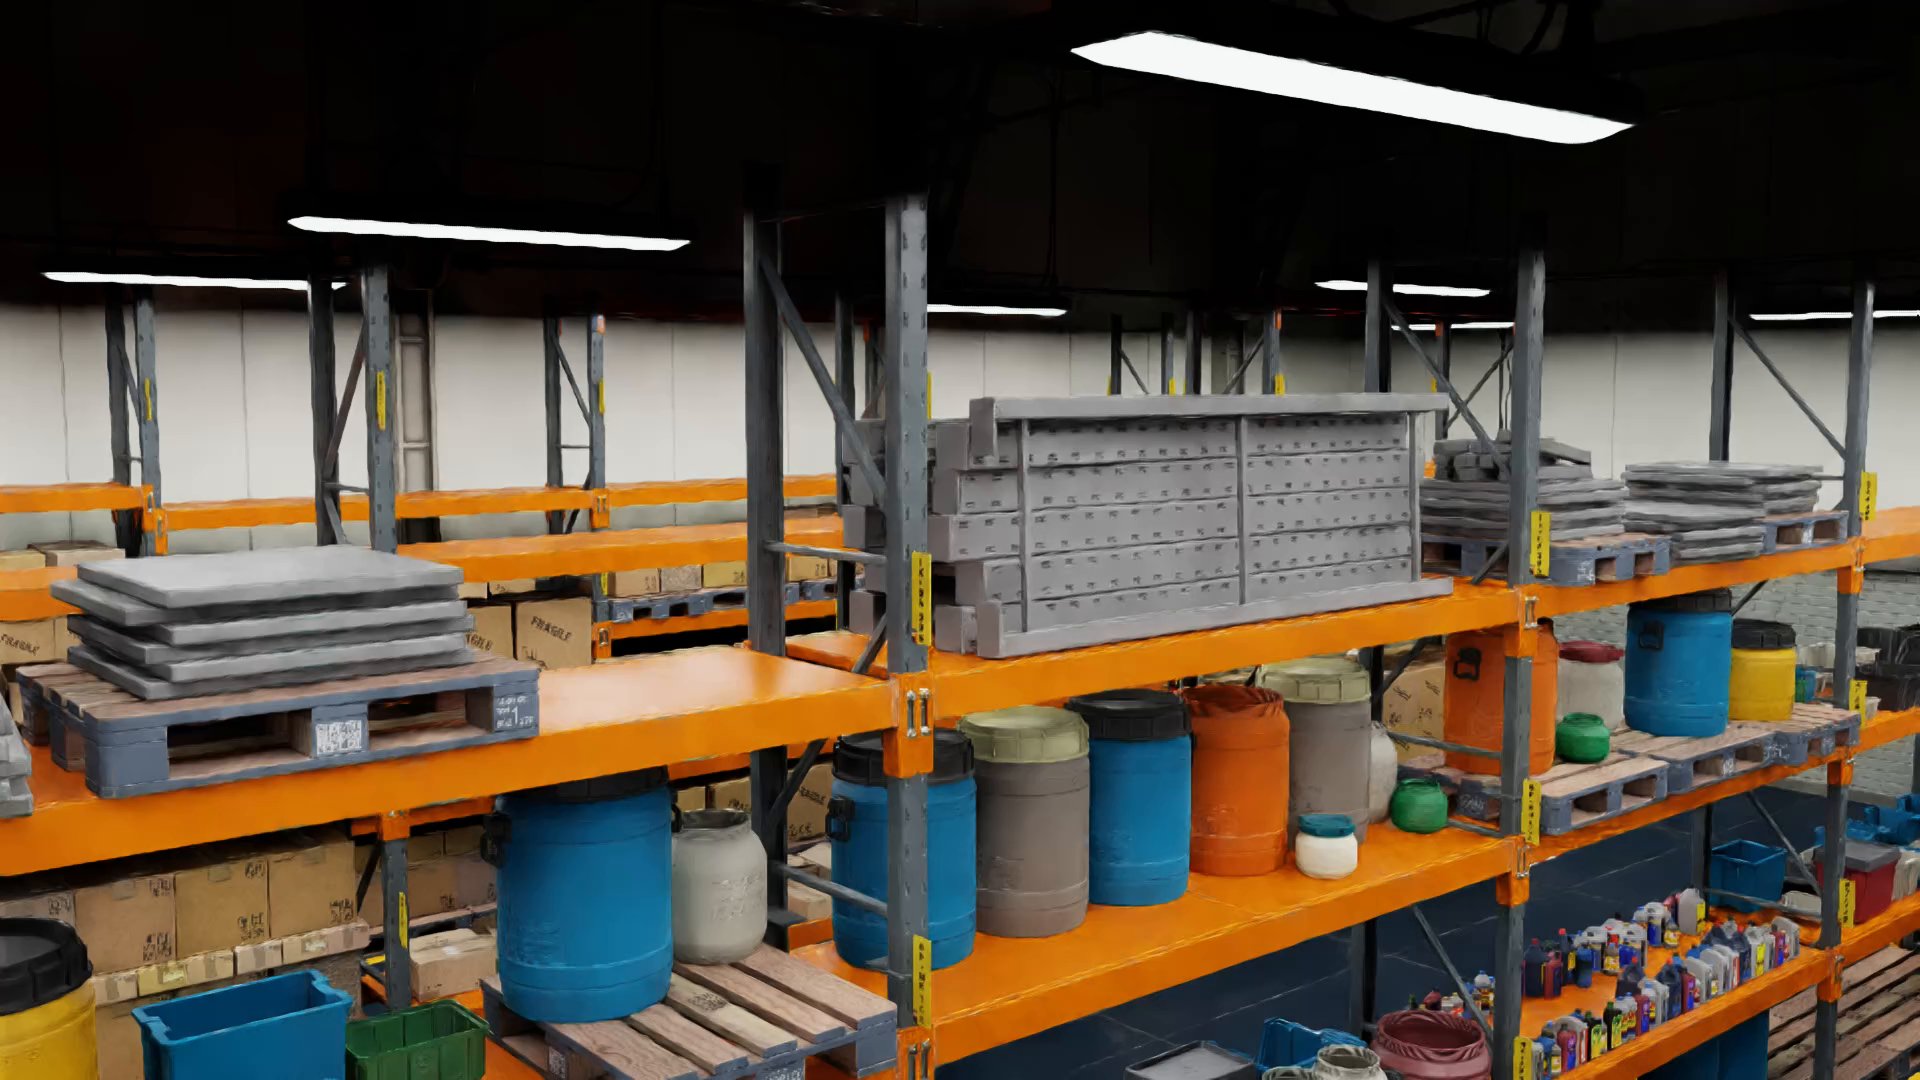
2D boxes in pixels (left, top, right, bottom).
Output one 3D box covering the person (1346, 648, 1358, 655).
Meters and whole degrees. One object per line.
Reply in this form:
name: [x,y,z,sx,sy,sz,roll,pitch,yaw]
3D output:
person: [5.666,2.049,23.850,0.674,1.656,0.536,1,6,9]
